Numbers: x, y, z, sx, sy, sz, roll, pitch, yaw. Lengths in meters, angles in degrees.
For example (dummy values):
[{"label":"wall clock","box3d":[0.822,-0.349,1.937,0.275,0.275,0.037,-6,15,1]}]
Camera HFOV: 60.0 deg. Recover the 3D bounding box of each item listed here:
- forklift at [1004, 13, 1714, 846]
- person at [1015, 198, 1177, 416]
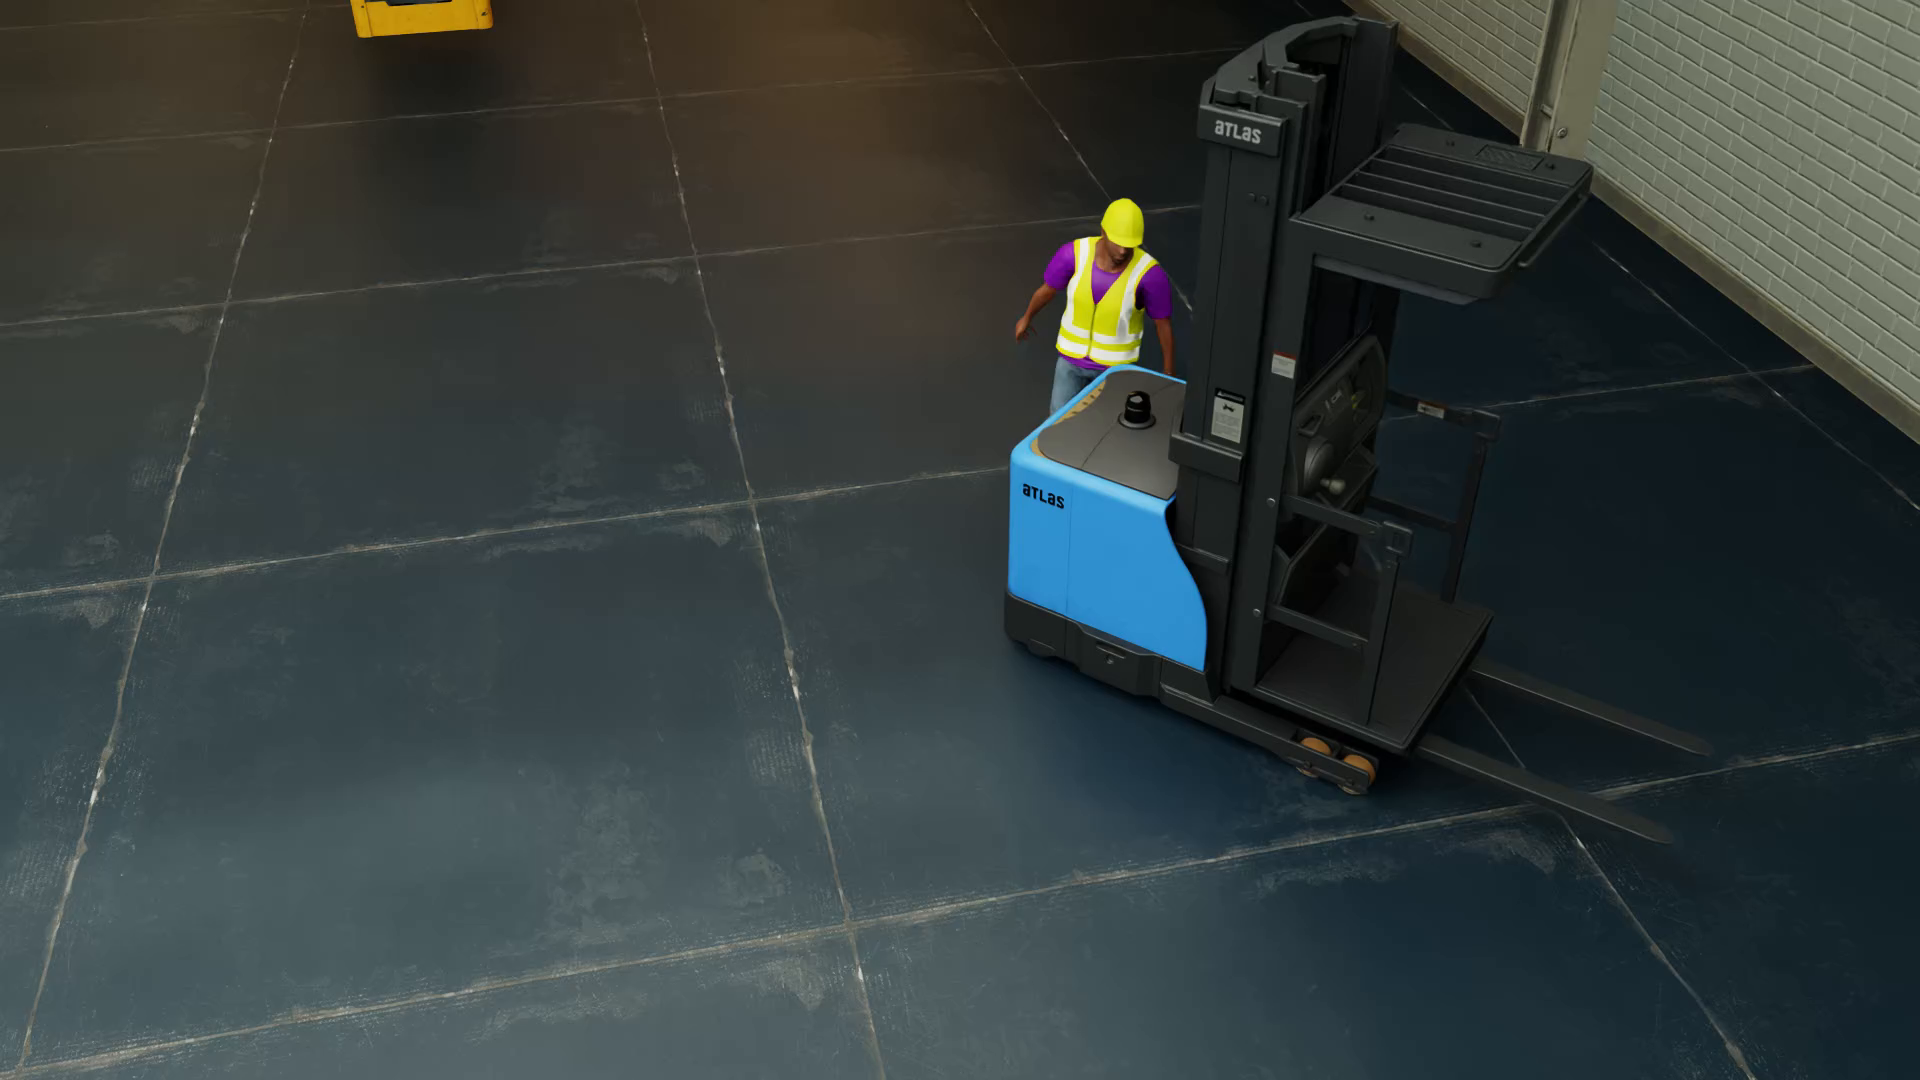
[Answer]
[{"label":"forklift","box3d":[1.717,-0.466,6.698,3.031,2.935,1.130,21,41,27]},{"label":"person","box3d":[0.696,-0.992,8.518,0.912,1.720,0.504,15,38,19]}]
